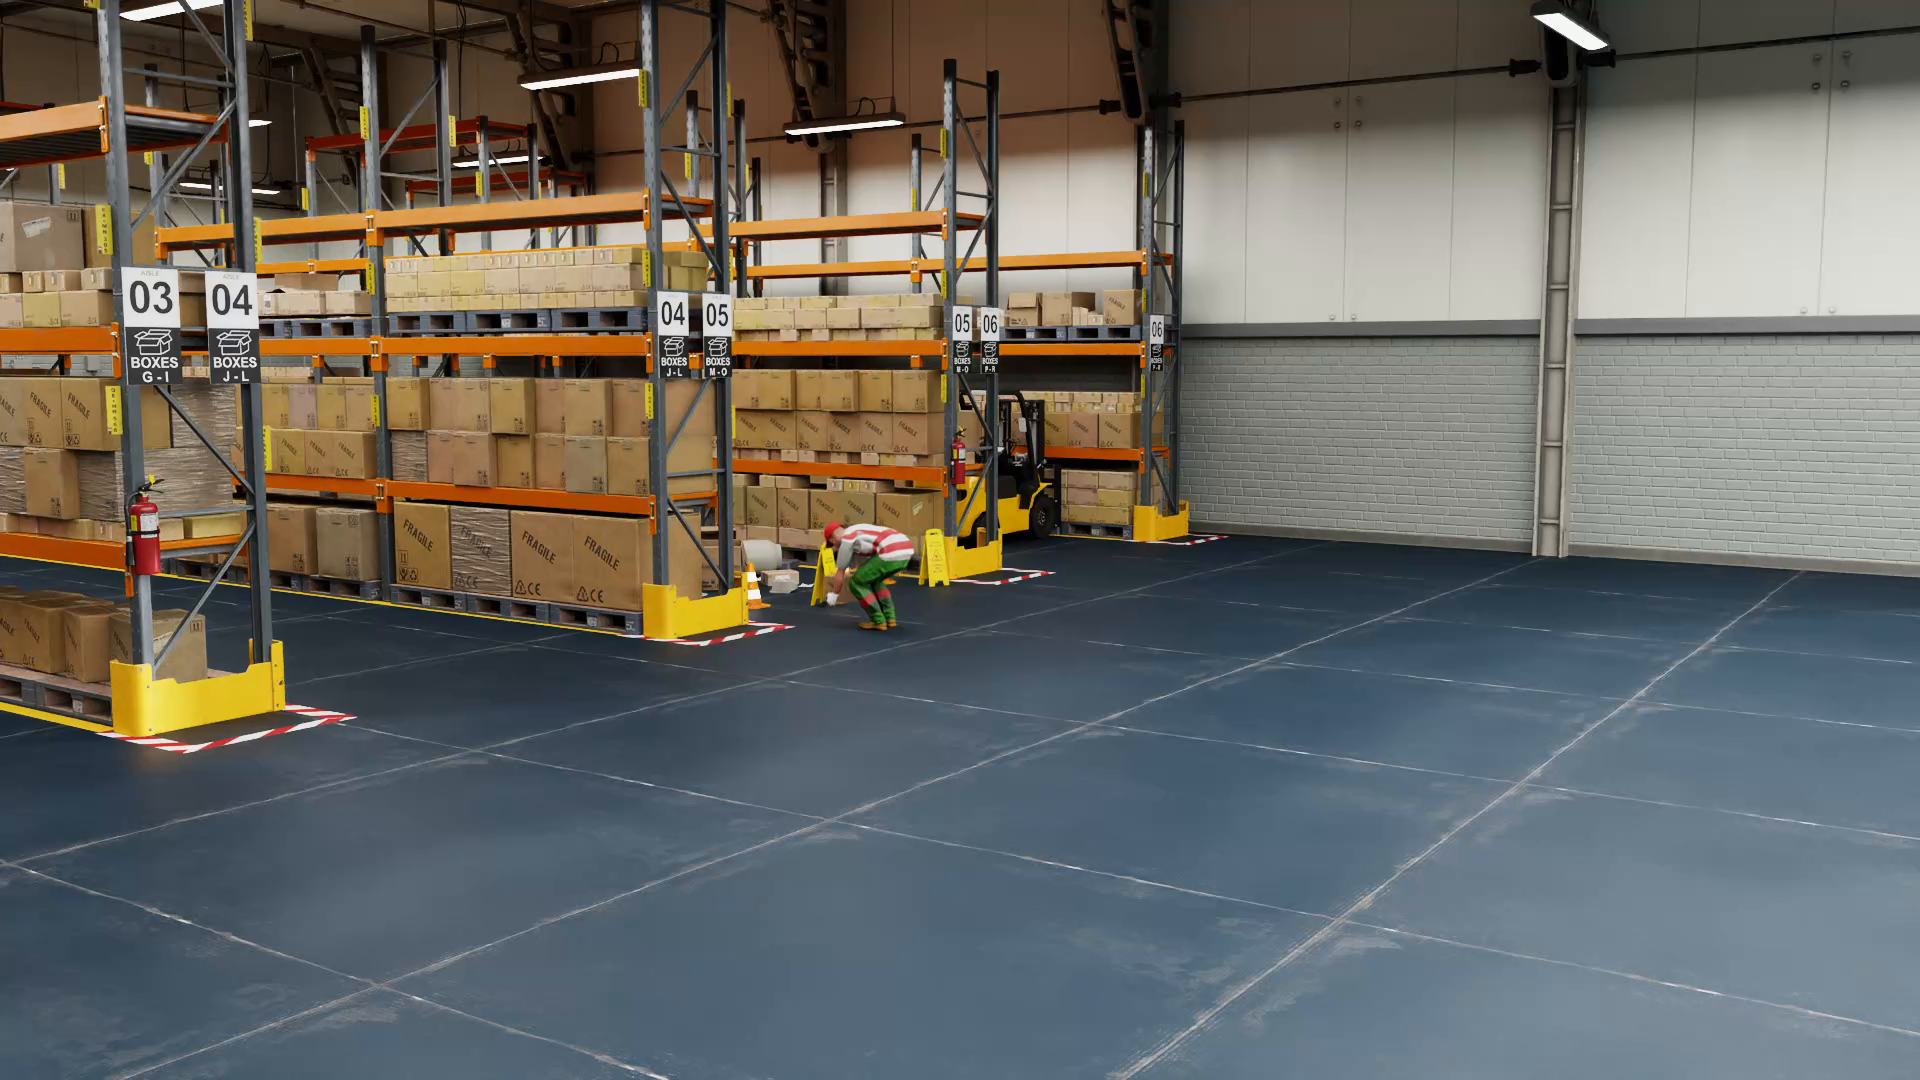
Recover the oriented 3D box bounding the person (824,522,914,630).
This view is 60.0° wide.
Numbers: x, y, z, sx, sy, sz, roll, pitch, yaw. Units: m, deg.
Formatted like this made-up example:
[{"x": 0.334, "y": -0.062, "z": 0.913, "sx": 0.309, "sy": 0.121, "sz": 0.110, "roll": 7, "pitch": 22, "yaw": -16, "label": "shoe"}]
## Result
[{"x": -0.908, "y": 0.341, "z": 16.108, "sx": 0.957, "sy": 1.002, "sz": 0.529, "roll": 4, "pitch": 7, "yaw": 31, "label": "person"}]
